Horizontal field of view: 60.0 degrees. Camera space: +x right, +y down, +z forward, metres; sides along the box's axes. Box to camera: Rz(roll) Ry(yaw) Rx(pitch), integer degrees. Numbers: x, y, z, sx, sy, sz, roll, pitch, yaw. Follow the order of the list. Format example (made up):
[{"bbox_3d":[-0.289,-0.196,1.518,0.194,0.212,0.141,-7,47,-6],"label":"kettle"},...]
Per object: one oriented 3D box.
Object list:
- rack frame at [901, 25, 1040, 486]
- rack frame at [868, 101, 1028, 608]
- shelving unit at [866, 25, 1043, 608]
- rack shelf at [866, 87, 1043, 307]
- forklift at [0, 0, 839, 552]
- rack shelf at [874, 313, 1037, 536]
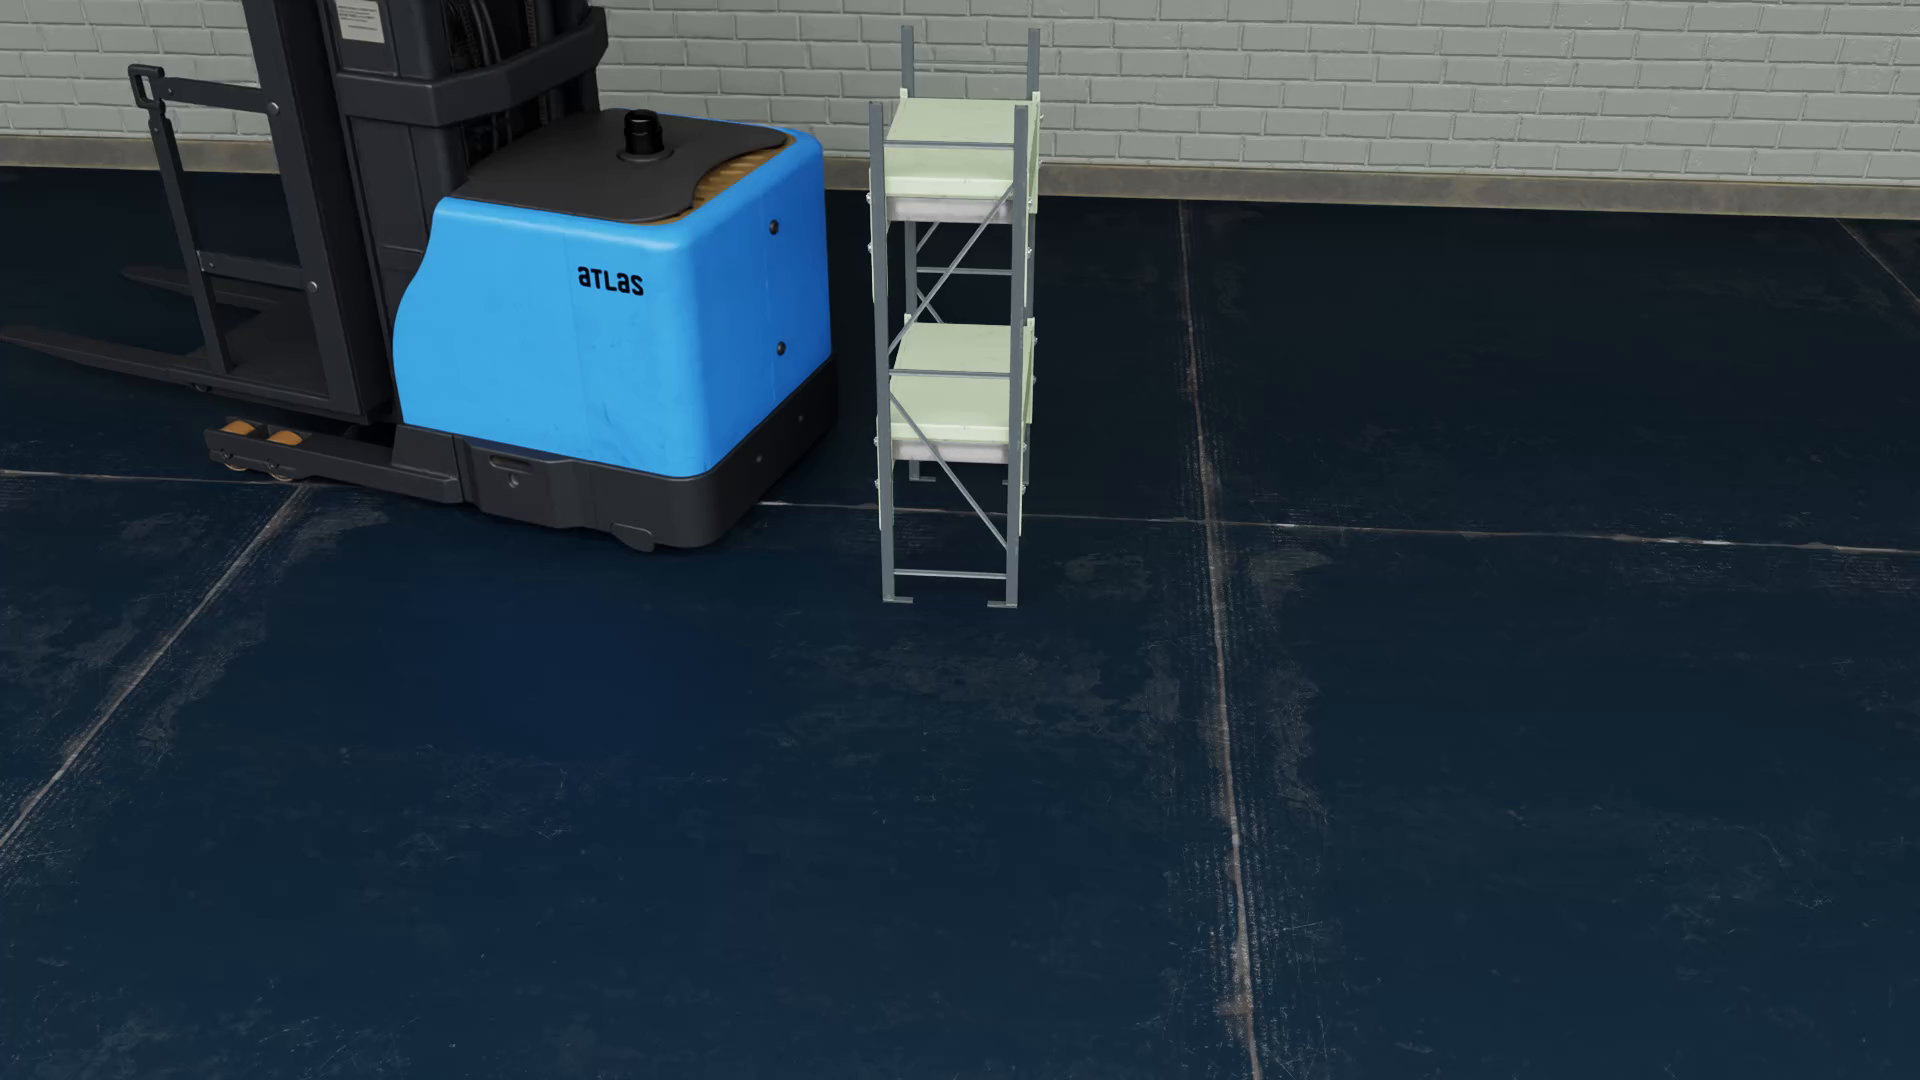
[{"bbox_3d":[0.030,-0.833,5.173,0.400,1.500,0.023,2,32,4],"label":"rack frame"},{"bbox_3d":[-0.029,-0.451,4.552,0.400,1.500,0.023,2,32,4],"label":"rack frame"},{"bbox_3d":[0.001,-0.642,4.862,0.431,1.500,0.755,2,32,4],"label":"shelving unit"},{"bbox_3d":[0.001,-0.974,4.657,0.431,0.370,0.720,2,32,4],"label":"rack shelf"},{"bbox_3d":[-1.995,-1.688,5.196,3.031,2.935,1.130,11,33,18],"label":"forklift"},{"bbox_3d":[0.001,-0.364,5.033,0.431,0.370,0.720,2,32,4],"label":"rack shelf"}]
